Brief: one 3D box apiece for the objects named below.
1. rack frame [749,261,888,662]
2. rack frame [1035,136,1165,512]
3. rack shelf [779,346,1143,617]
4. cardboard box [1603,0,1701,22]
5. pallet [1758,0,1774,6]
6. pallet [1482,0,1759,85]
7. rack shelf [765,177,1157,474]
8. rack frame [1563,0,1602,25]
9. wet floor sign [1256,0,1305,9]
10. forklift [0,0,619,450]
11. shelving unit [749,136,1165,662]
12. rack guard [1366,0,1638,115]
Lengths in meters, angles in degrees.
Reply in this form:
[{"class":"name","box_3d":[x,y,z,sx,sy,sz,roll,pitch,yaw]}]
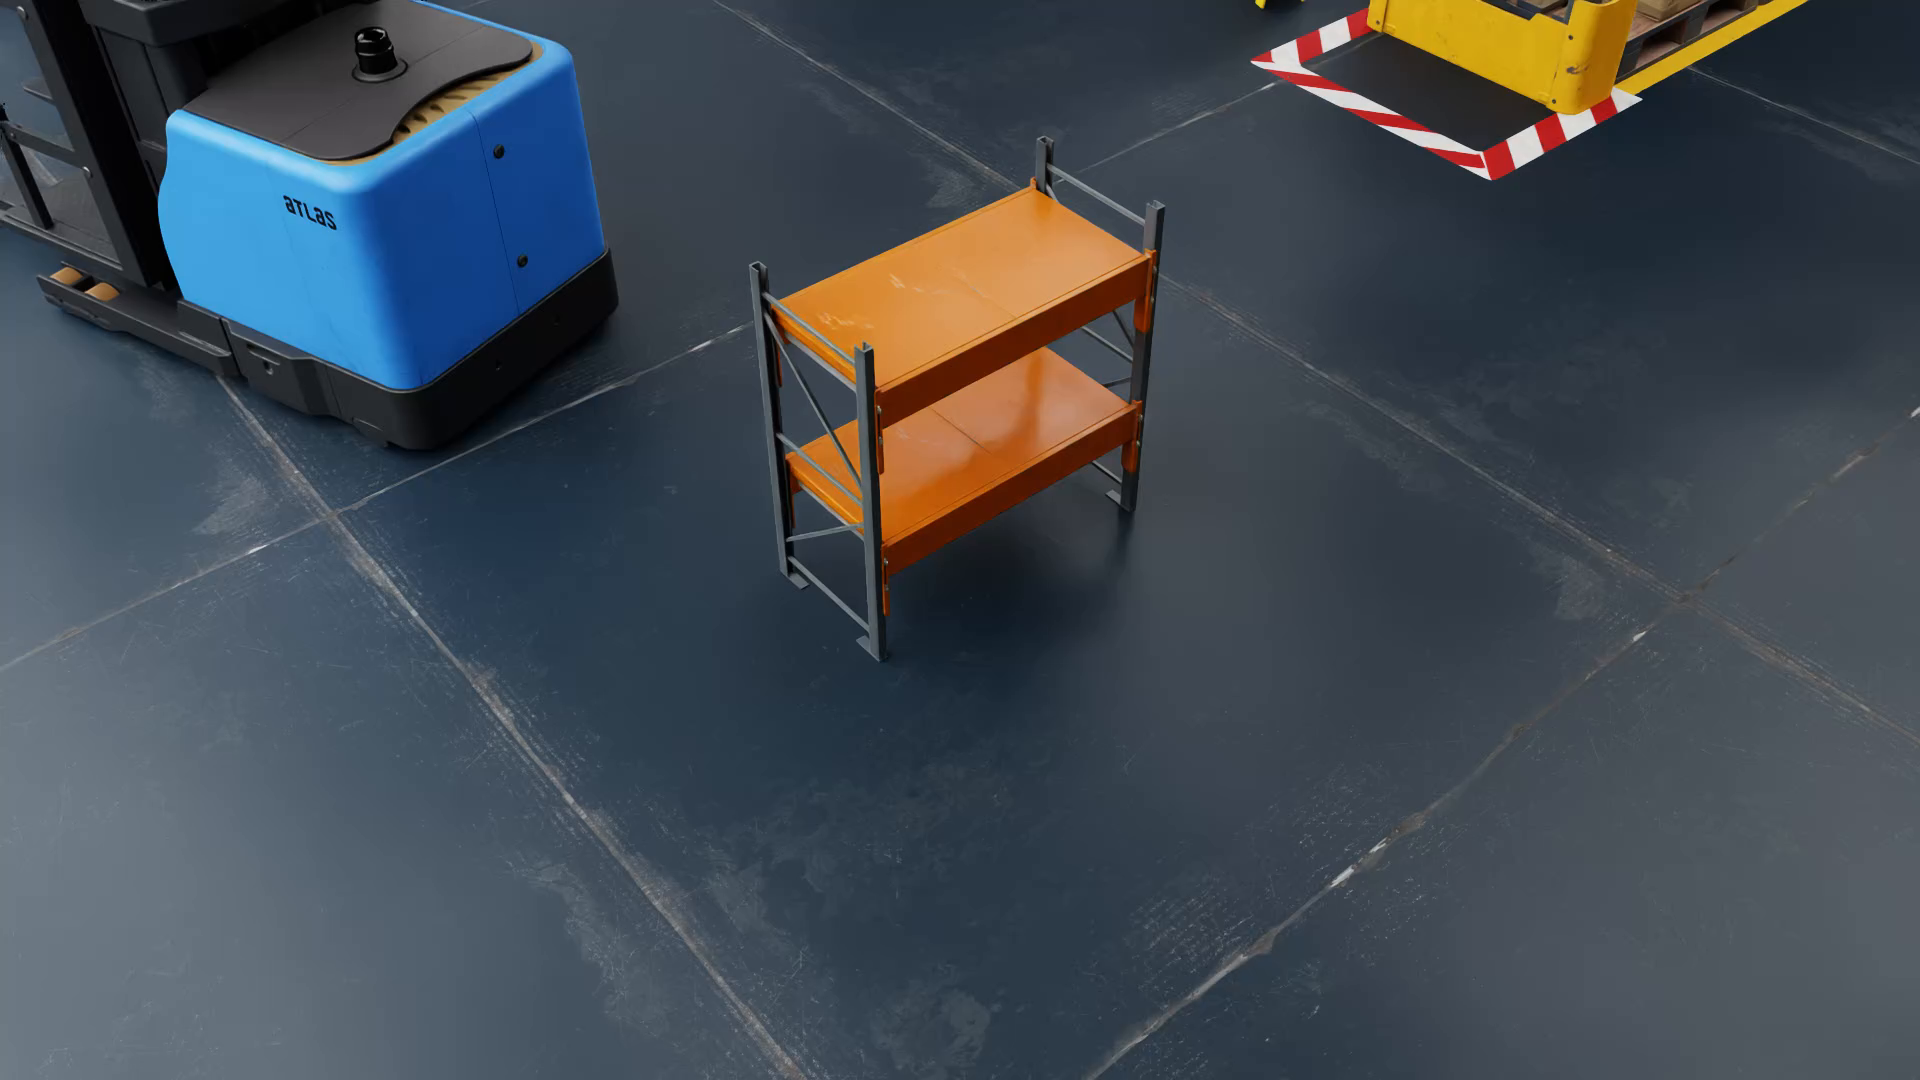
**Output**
[{"class":"rack frame","box_3d":[-0.385,-0.190,4.630,0.032,1.125,0.500,-30,51,-28]},{"class":"rack frame","box_3d":[0.395,-0.636,5.106,0.032,1.125,0.500,-30,51,-28]},{"class":"rack shelf","box_3d":[0.005,-0.235,5.035,1.000,0.278,0.538,-30,51,-28]},{"class":"cardboard box","box_3d":[3.135,-2.627,7.558,0.500,0.250,0.500,-30,51,-28]},{"class":"pallet","box_3d":[3.978,-3.155,8.455,1.213,0.211,1.003,-30,51,-28]},{"class":"pallet","box_3d":[3.043,-2.622,7.888,1.213,0.211,1.003,-30,51,-28]},{"class":"rack shelf","box_3d":[0.005,-0.626,4.668,1.000,0.278,0.538,-30,51,-28]},{"class":"rack frame","box_3d":[2.339,-3.267,6.537,0.127,3.000,1.000,-30,51,-28]},{"class":"wet floor sign","box_3d":[1.507,-2.887,7.853,0.232,0.644,0.267,-14,45,-14]},{"class":"forklift","box_3d":[-2.774,-2.122,5.369,3.031,2.935,1.130,22,48,22]},{"class":"shelving unit","box_3d":[0.005,-0.413,4.868,1.048,1.125,0.538,-30,51,-28]},{"class":"rack guard","box_3d":[2.397,-2.389,7.429,0.348,0.500,1.175,-30,51,-28]}]
